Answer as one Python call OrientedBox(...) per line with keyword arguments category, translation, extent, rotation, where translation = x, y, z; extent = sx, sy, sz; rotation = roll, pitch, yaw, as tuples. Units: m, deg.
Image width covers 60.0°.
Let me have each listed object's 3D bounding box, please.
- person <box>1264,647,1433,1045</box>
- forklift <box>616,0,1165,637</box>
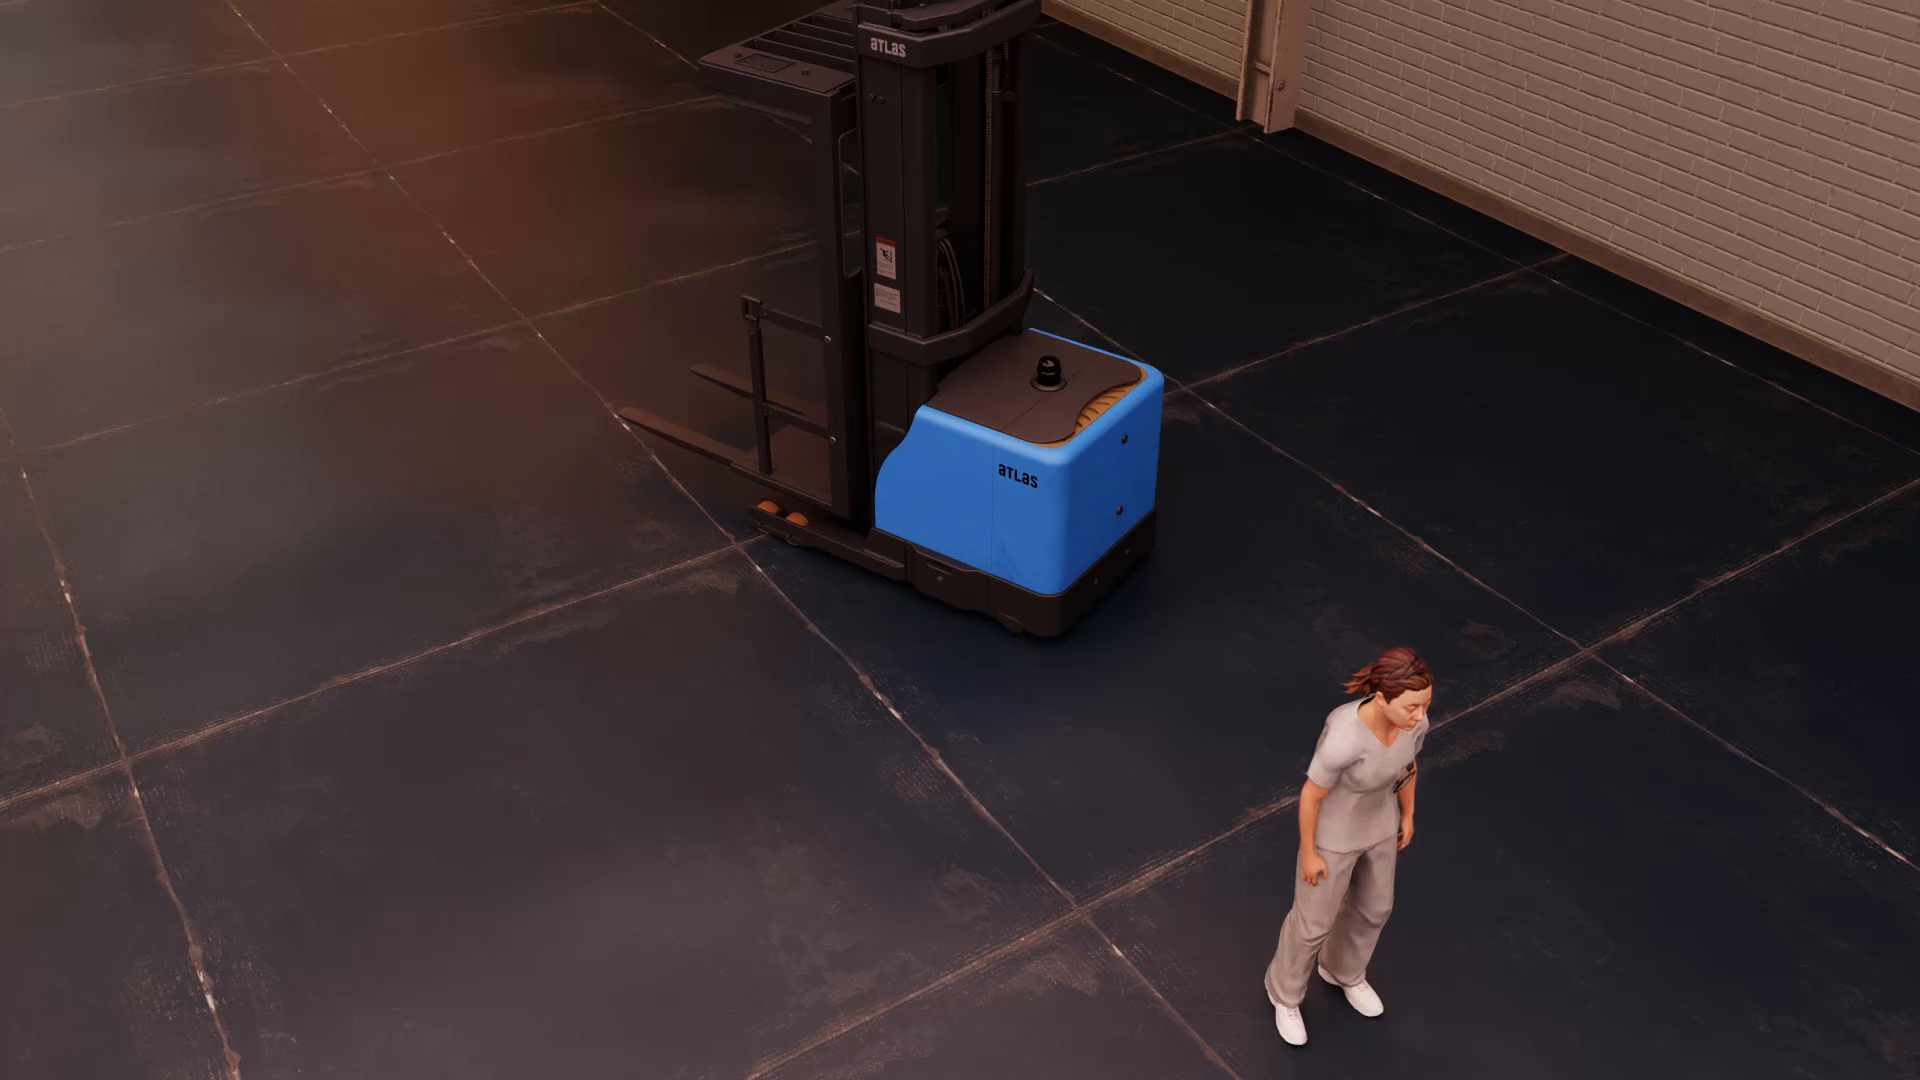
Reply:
OrientedBox(category="person", translation=(1.370, 1.032, 5.774), extent=(0.514, 1.673, 0.357), rotation=(-16, 38, -21))
OrientedBox(category="forklift", translation=(-0.500, -1.399, 8.138), extent=(3.031, 2.935, 1.130), rotation=(22, 41, 28))
